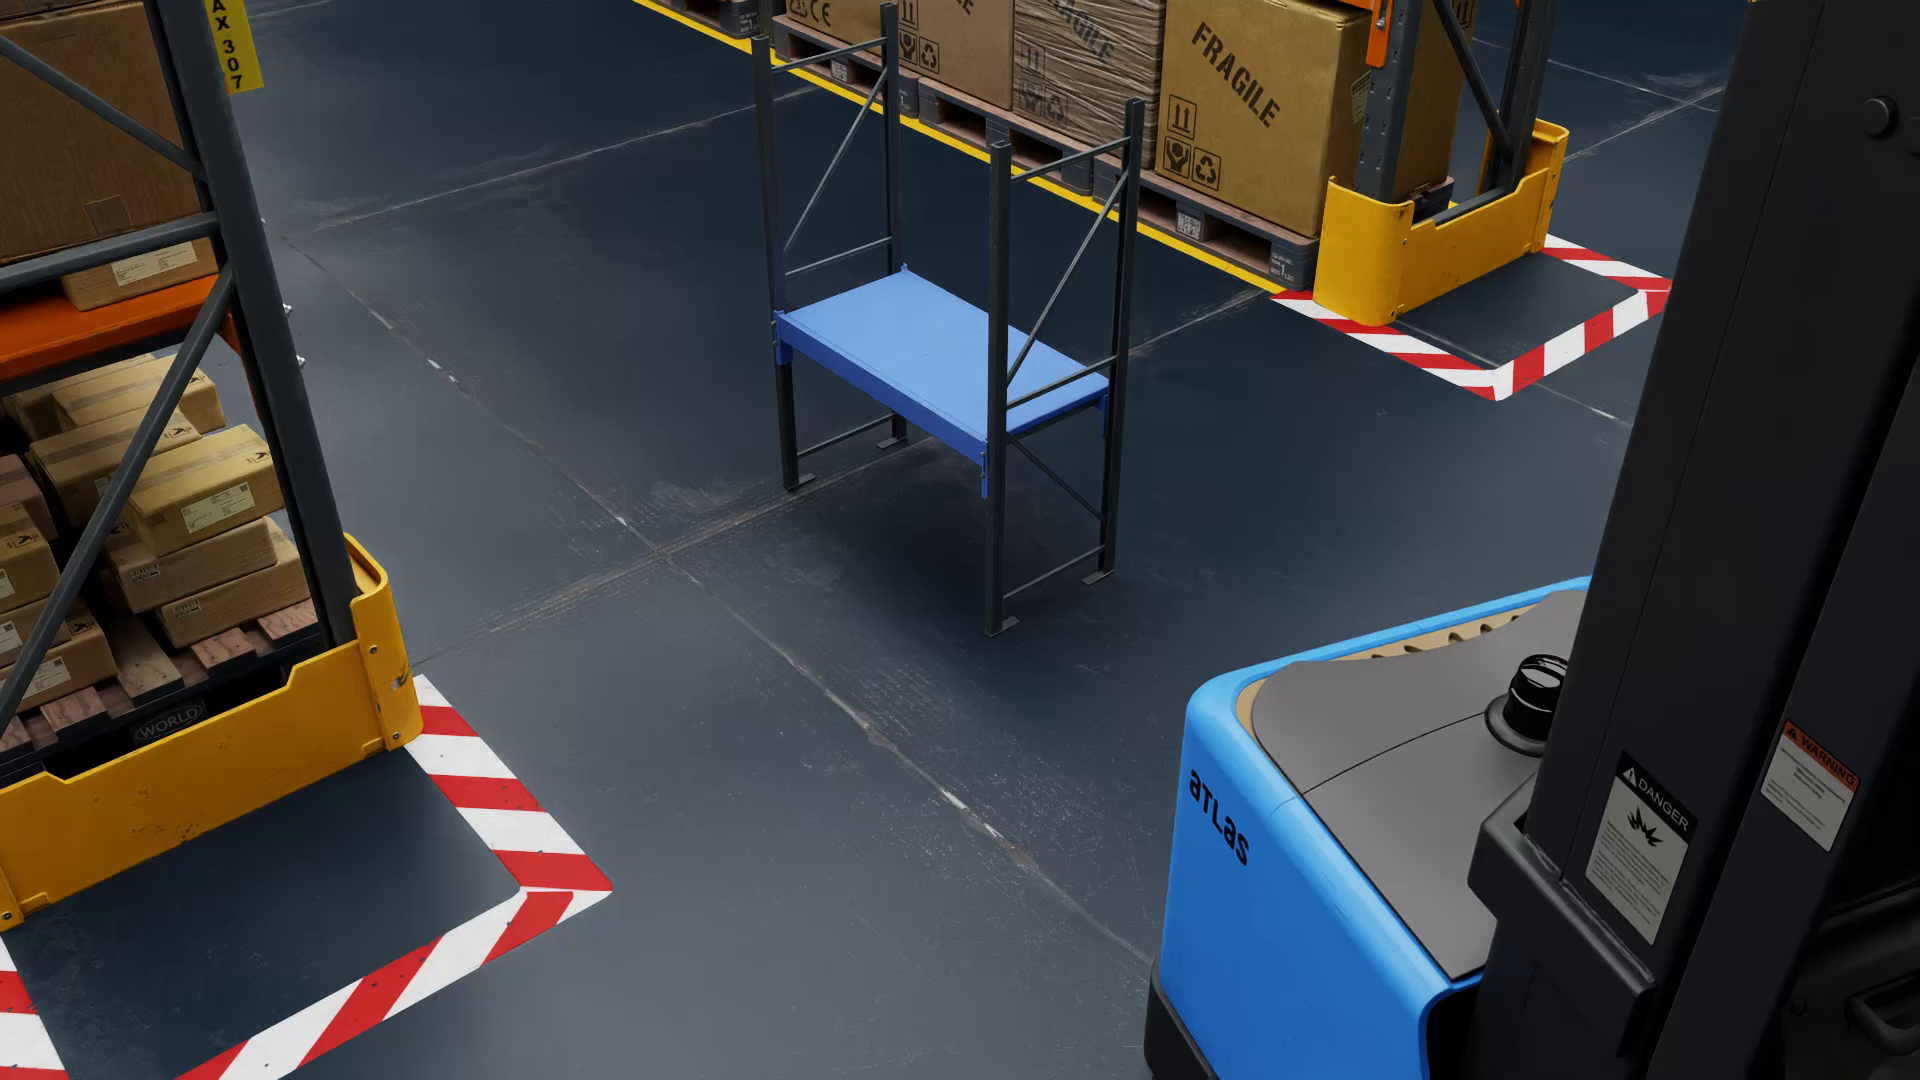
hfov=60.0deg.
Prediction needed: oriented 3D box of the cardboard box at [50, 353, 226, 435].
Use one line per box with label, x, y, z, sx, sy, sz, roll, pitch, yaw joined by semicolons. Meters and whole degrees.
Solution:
cardboard box;-2.354;-0.373;4.770;0.380;0.149;0.250;-26;43;-32

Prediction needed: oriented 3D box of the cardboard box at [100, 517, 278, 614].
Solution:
cardboard box;-2.083;0.015;4.479;0.380;0.149;0.250;-24;42;-30

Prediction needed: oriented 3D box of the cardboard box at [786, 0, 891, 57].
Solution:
cardboard box;-0.303;-3.083;8.482;0.875;0.875;0.875;-26;43;-32

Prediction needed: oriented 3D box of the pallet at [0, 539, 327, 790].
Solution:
pallet;-2.487;0.204;4.779;1.003;0.211;1.213;-26;43;-32

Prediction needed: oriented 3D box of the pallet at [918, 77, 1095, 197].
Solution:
pallet;0.554;-2.058;7.973;1.003;0.211;1.213;-26;43;-32

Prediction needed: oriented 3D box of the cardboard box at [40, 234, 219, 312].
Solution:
cardboard box;-1.900;-0.691;3.848;0.380;0.149;0.250;-26;43;-32

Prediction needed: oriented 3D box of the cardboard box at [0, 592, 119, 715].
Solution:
cardboard box;-2.440;0.309;4.322;0.380;0.149;0.250;-25;42;-31

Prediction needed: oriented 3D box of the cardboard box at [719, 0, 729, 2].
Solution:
cardboard box;-1.096;-3.679;9.324;1.225;0.875;0.875;-26;43;-32

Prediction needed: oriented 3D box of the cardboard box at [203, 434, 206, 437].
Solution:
cardboard box;-2.513;-0.233;5.087;0.380;0.149;0.250;-25;43;-31

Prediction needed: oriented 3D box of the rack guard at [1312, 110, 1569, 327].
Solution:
rack guard;1.929;-1.303;6.657;1.175;0.500;0.348;-26;43;-32

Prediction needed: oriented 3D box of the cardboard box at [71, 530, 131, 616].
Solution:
cardboard box;-2.266;0.028;4.718;0.380;0.149;0.250;-26;43;-32

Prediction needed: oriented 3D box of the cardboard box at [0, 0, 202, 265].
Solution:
cardboard box;-2.020;-0.992;3.711;0.500;0.500;0.500;-24;42;-30

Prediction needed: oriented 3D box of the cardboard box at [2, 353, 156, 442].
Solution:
cardboard box;-2.577;-0.452;4.881;0.380;0.149;0.250;-28;44;-34

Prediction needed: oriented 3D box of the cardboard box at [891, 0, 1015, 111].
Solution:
cardboard box;0.277;-2.685;7.921;0.875;0.875;0.875;-26;43;-32

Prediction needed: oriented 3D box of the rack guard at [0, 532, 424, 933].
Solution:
rack guard;-1.990;0.458;4.170;1.175;0.500;0.348;-26;43;-32

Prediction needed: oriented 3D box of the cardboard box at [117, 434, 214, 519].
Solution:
cardboard box;-2.217;-0.127;4.679;0.380;0.149;0.250;-26;43;-32

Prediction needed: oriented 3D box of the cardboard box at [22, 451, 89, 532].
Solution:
cardboard box;-2.442;-0.202;4.785;0.380;0.149;0.250;-25;43;-31

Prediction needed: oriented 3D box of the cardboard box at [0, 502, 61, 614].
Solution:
cardboard box;-2.476;0.082;4.128;0.380;0.149;0.250;-25;43;-31

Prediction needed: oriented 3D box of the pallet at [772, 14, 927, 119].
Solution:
pallet;-0.237;-2.597;8.734;1.003;0.211;1.213;-26;43;-32

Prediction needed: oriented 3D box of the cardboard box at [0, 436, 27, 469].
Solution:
cardboard box;-2.750;-0.310;5.196;0.380;0.149;0.250;-26;43;-32

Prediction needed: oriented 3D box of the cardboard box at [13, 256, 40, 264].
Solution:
cardboard box;-2.096;-0.788;3.985;0.380;0.149;0.250;-24;42;-30

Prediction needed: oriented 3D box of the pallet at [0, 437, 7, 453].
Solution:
pallet;-3.270;-0.334;5.539;1.003;0.211;1.213;-26;43;-32

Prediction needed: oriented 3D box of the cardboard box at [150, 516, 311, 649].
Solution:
cardboard box;-2.035;0.113;4.598;0.380;0.149;0.250;-25;42;-31

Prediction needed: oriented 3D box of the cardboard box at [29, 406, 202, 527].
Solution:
cardboard box;-2.289;-0.214;4.545;0.380;0.149;0.250;-25;42;-31

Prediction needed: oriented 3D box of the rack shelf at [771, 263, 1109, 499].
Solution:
rack shelf;-0.055;-0.503;4.974;0.538;0.185;1.000;-26;43;-32

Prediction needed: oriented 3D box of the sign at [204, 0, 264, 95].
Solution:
sign;-1.527;-1.084;3.436;0.100;0.325;0.005;-26;43;-32

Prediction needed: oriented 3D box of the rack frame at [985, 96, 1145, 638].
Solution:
rack frame;0.273;-0.425;4.553;0.500;1.500;0.032;-26;43;-32

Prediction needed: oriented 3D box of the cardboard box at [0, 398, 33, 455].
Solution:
cardboard box;-2.769;-0.437;5.118;0.380;0.149;0.250;-28;44;-34

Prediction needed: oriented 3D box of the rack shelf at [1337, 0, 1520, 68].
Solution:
rack shelf;0.622;-2.923;7.404;1.077;0.370;4.000;-26;43;-32

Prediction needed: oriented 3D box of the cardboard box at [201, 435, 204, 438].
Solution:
cardboard box;-2.525;-0.355;5.003;0.380;0.149;0.250;-25;42;-30

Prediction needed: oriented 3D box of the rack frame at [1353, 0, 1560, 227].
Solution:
rack frame;1.913;-2.334;5.950;1.000;3.000;0.127;-26;43;-32

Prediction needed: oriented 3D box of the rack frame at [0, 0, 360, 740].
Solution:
rack frame;-1.941;-0.528;3.401;1.000;3.000;0.127;-26;43;-32

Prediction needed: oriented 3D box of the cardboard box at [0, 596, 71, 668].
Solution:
cardboard box;-2.500;0.216;4.196;0.380;0.149;0.250;-27;44;-33

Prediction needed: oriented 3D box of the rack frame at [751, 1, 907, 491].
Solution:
rack frame;-0.383;-0.874;5.187;0.500;1.500;0.032;-26;43;-32

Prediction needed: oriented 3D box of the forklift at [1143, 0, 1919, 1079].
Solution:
forklift;1.413;0.627;1.829;1.130;2.935;3.031;-13;37;-18

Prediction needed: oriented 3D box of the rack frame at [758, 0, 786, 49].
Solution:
rack frame;-0.668;-4.100;8.443;1.000;3.000;0.127;-26;43;-32

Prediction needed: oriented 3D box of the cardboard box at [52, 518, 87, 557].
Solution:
cardboard box;-2.432;-0.079;4.870;0.380;0.149;0.250;-26;43;-31

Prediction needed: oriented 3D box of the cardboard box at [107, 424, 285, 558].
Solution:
cardboard box;-2.020;-0.137;4.437;0.380;0.149;0.250;-28;44;-34

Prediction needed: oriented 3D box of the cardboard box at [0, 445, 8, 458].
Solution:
cardboard box;-2.931;-0.170;4.741;0.380;0.149;0.250;-27;43;-32

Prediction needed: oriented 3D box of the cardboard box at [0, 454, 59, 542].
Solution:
cardboard box;-2.595;-0.051;4.315;0.380;0.149;0.250;-25;42;-31

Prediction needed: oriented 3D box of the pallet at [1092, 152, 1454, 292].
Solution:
pallet;1.337;-1.519;7.213;1.003;0.211;1.213;-26;43;-32

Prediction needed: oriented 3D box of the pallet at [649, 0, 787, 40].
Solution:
pallet;-1.224;-3.274;9.691;1.003;0.211;1.213;-26;43;-32

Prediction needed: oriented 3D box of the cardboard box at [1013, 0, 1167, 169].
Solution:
cardboard box;0.852;-2.292;7.367;0.875;0.875;0.875;-26;43;-32

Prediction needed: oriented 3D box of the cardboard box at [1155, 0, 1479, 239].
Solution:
cardboard box;1.439;-1.891;6.799;0.875;0.875;0.875;-26;43;-32

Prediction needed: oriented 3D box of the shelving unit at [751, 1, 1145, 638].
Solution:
shelving unit;-0.055;-0.650;4.870;0.538;1.500;1.048;-26;43;-32

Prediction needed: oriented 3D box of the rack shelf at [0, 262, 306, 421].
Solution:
rack shelf;-3.232;-1.118;4.855;1.077;0.370;4.000;-26;43;-32
